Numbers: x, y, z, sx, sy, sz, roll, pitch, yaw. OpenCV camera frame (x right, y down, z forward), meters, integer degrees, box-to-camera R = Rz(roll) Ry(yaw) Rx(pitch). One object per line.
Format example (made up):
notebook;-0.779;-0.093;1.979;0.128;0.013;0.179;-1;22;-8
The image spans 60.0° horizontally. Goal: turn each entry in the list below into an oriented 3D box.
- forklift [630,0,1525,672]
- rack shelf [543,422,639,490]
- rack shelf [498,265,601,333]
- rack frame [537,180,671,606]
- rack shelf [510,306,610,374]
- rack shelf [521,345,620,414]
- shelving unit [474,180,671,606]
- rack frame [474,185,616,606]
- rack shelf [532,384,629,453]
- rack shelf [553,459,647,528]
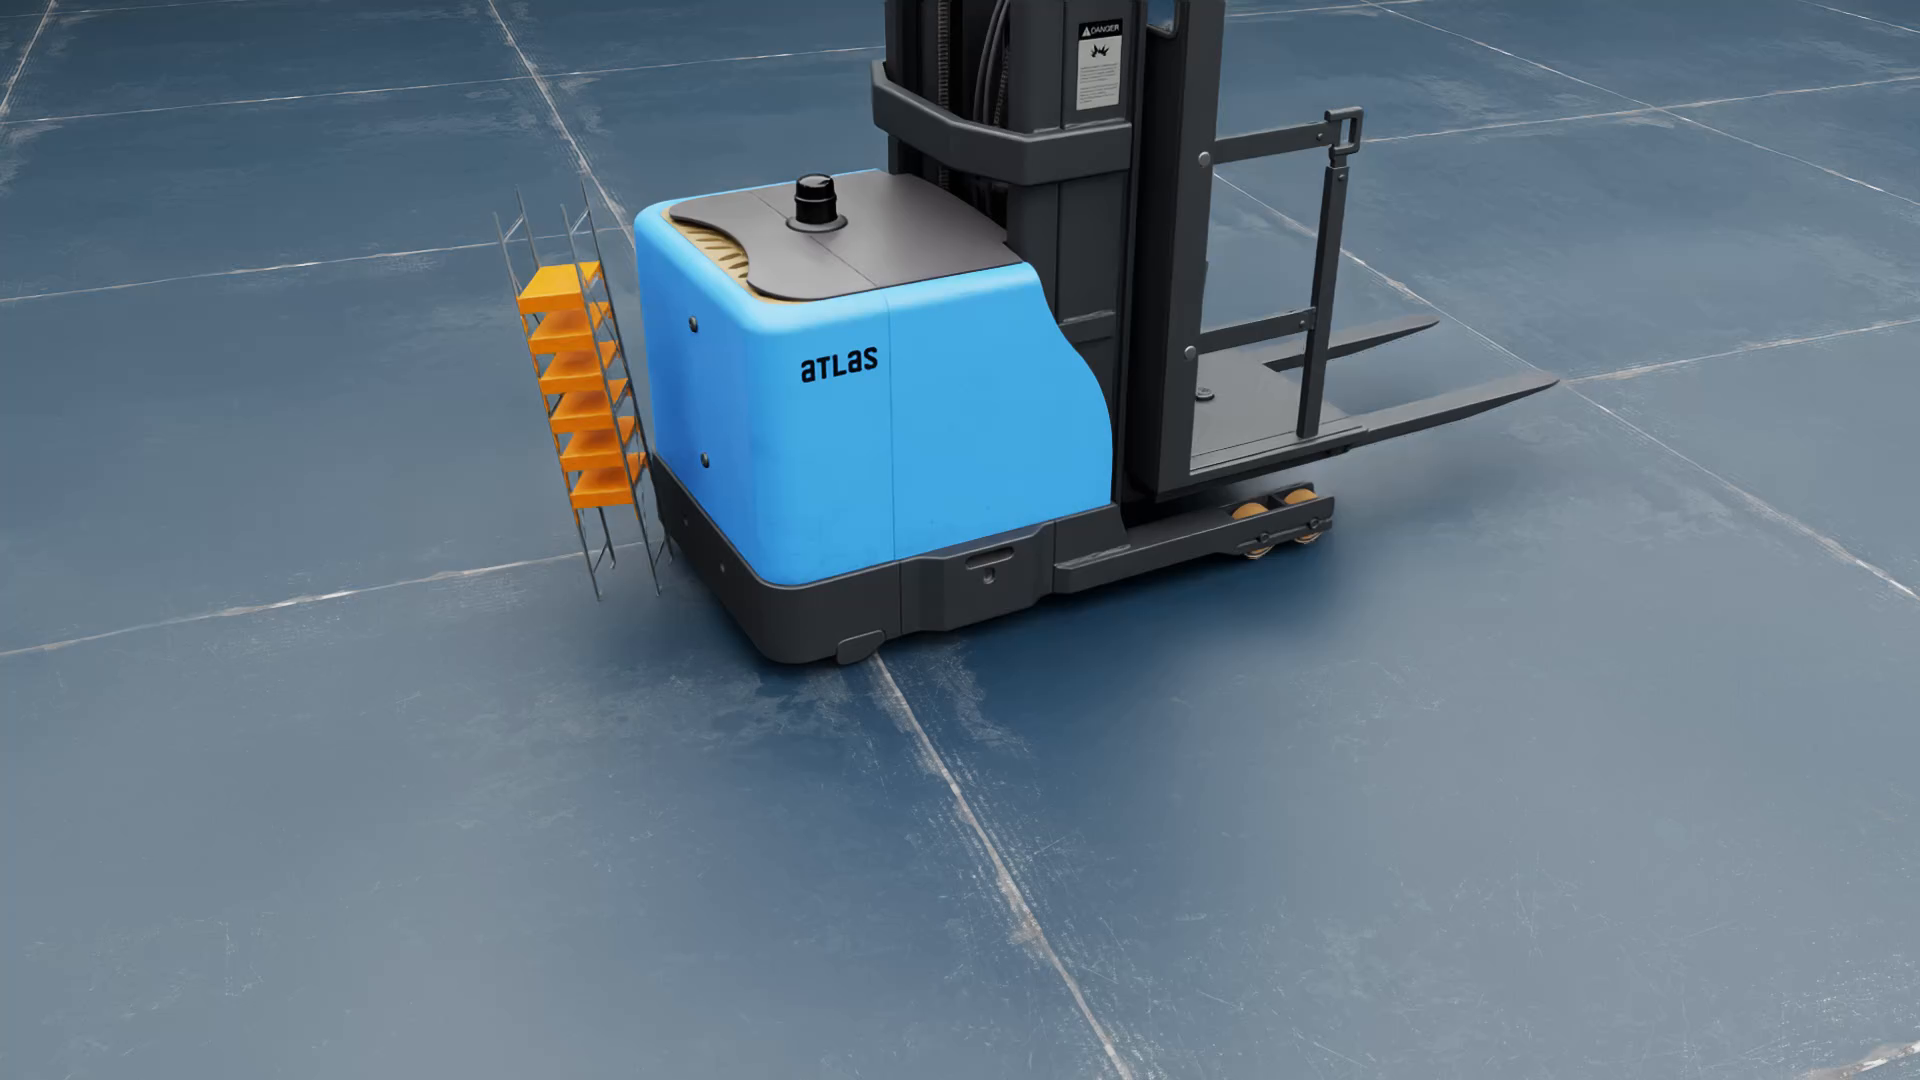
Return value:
forklift;0.568;-1.459;4.849;3.031;2.935;1.130;-18;34;-28
rack shelf;-1.054;-0.246;4.783;0.180;0.103;0.258;-1;29;15
rack shelf;-1.118;-0.666;4.560;0.180;0.103;0.258;-1;29;15
rack frame;-0.988;-0.391;4.684;0.006;1.200;0.240;-1;29;15
rack shelf;-1.102;-0.561;4.616;0.180;0.103;0.258;-1;29;15
rack shelf;-1.086;-0.456;4.672;0.180;0.103;0.258;-1;29;15
shelving unit;-1.076;-0.390;4.707;0.189;1.200;0.258;-1;29;15
rack frame;-1.165;-0.389;4.730;0.006;1.200;0.240;-1;29;15
rack shelf;-1.070;-0.351;4.728;0.180;0.103;0.258;-1;29;15
rack shelf;-1.039;-0.141;4.839;0.180;0.103;0.258;-1;29;15
